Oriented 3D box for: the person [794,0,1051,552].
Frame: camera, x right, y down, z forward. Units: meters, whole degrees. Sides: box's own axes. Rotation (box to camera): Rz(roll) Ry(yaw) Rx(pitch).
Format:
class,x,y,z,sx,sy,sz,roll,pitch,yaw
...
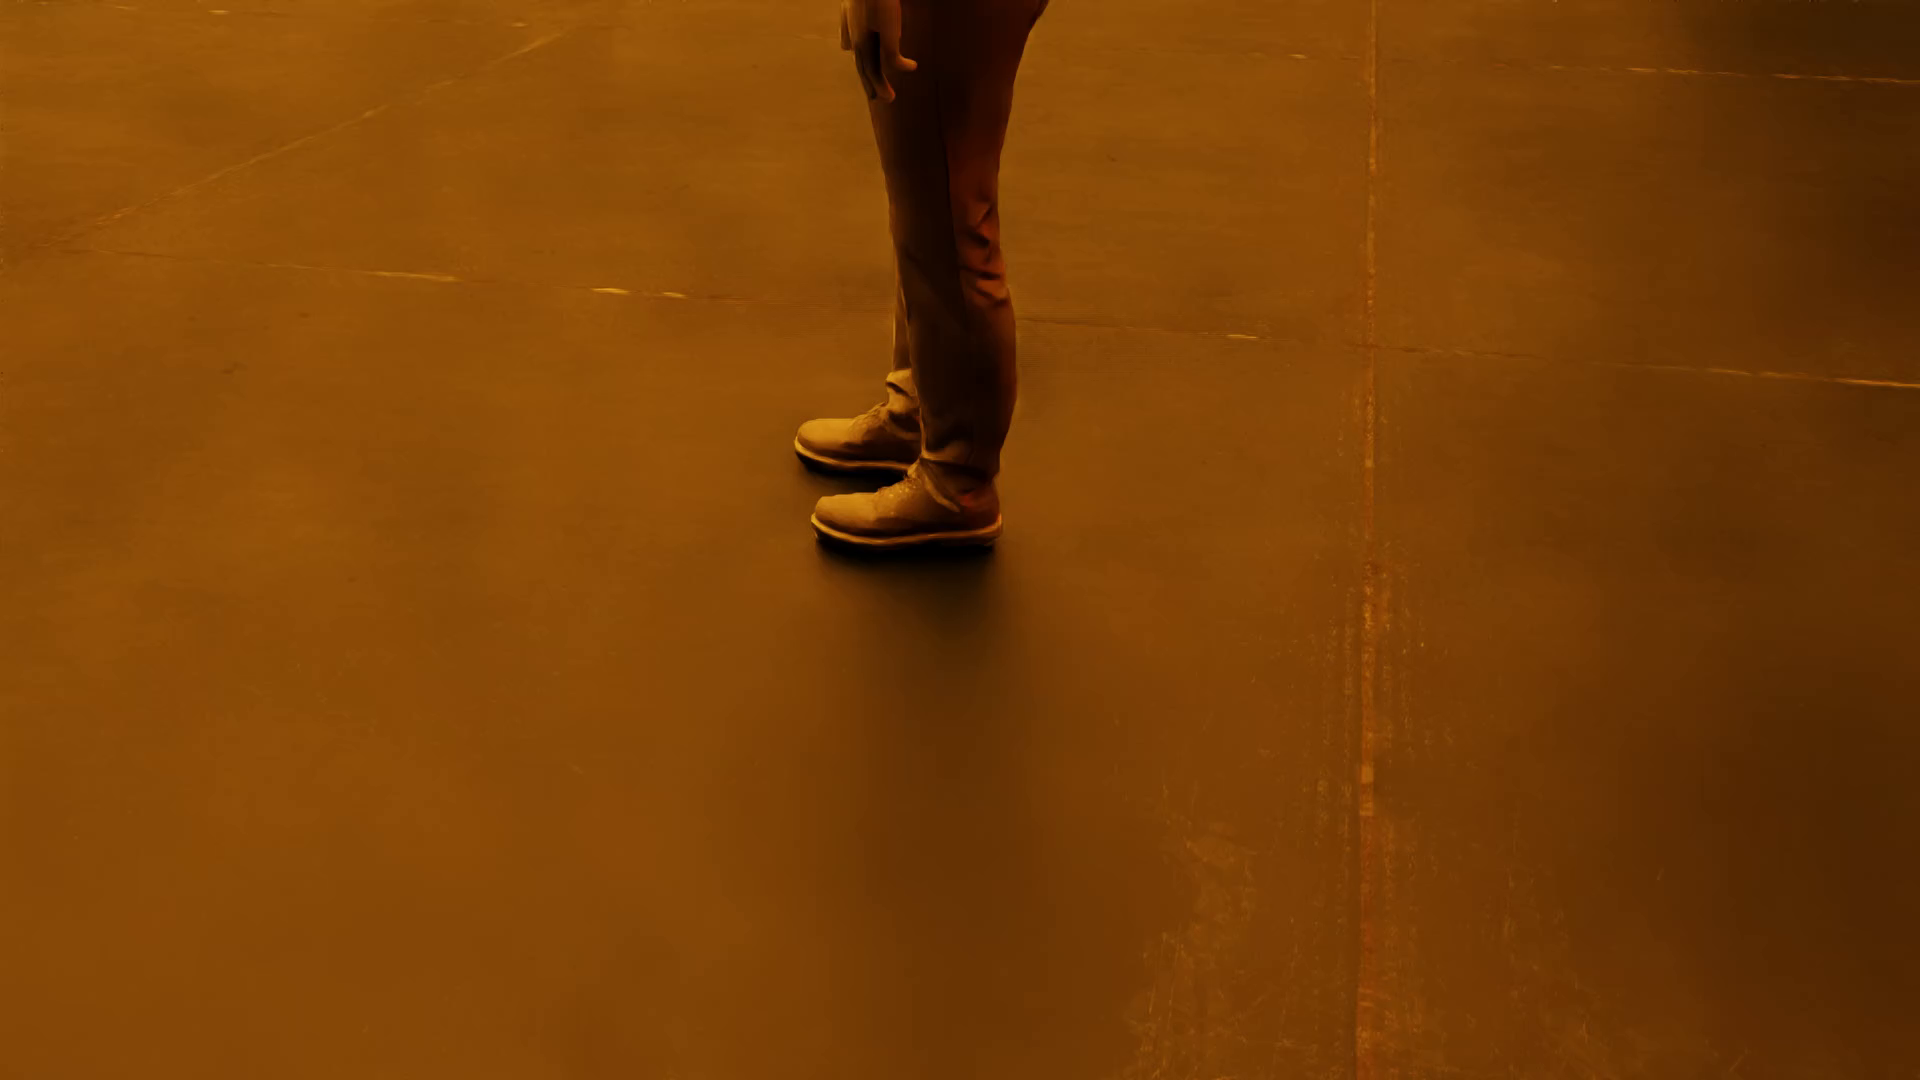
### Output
class,x,y,z,sx,sy,sz,roll,pitch,yaw
person,-0.065,-0.773,2.134,0.533,1.695,0.586,6,27,11
